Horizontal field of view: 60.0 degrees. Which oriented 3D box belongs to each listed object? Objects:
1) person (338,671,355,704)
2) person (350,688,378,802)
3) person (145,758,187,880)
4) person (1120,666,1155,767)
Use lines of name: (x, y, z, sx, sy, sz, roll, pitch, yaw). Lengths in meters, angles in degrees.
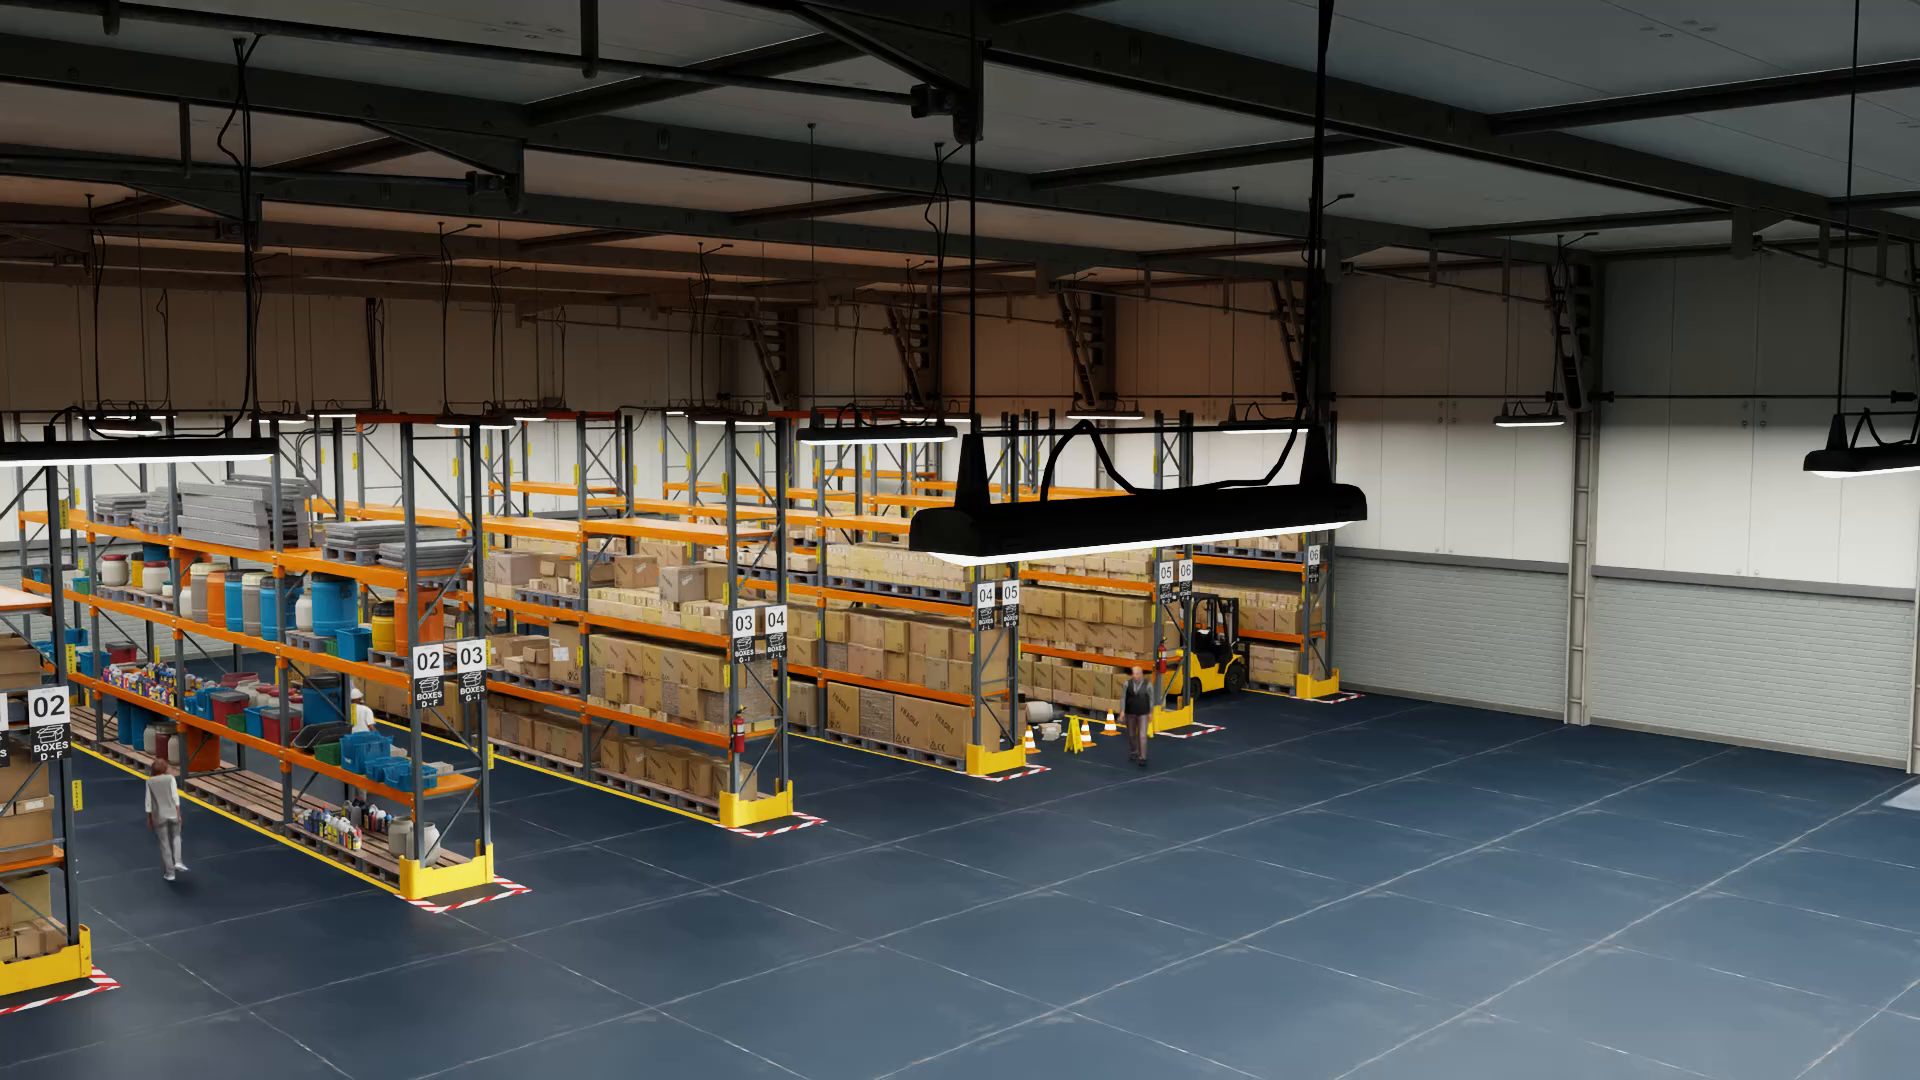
person: (-10.819, 2.985, 29.187, 1.043, 1.587, 0.449, 5, 7, 44)
person: (-9.392, 3.188, 25.928, 0.563, 1.744, 0.529, -3, 6, -30)
person: (-10.388, 3.640, 21.750, 0.453, 1.585, 0.443, -4, 6, -36)
person: (3.033, 3.065, 28.555, 0.564, 1.598, 0.830, 2, 5, 19)
